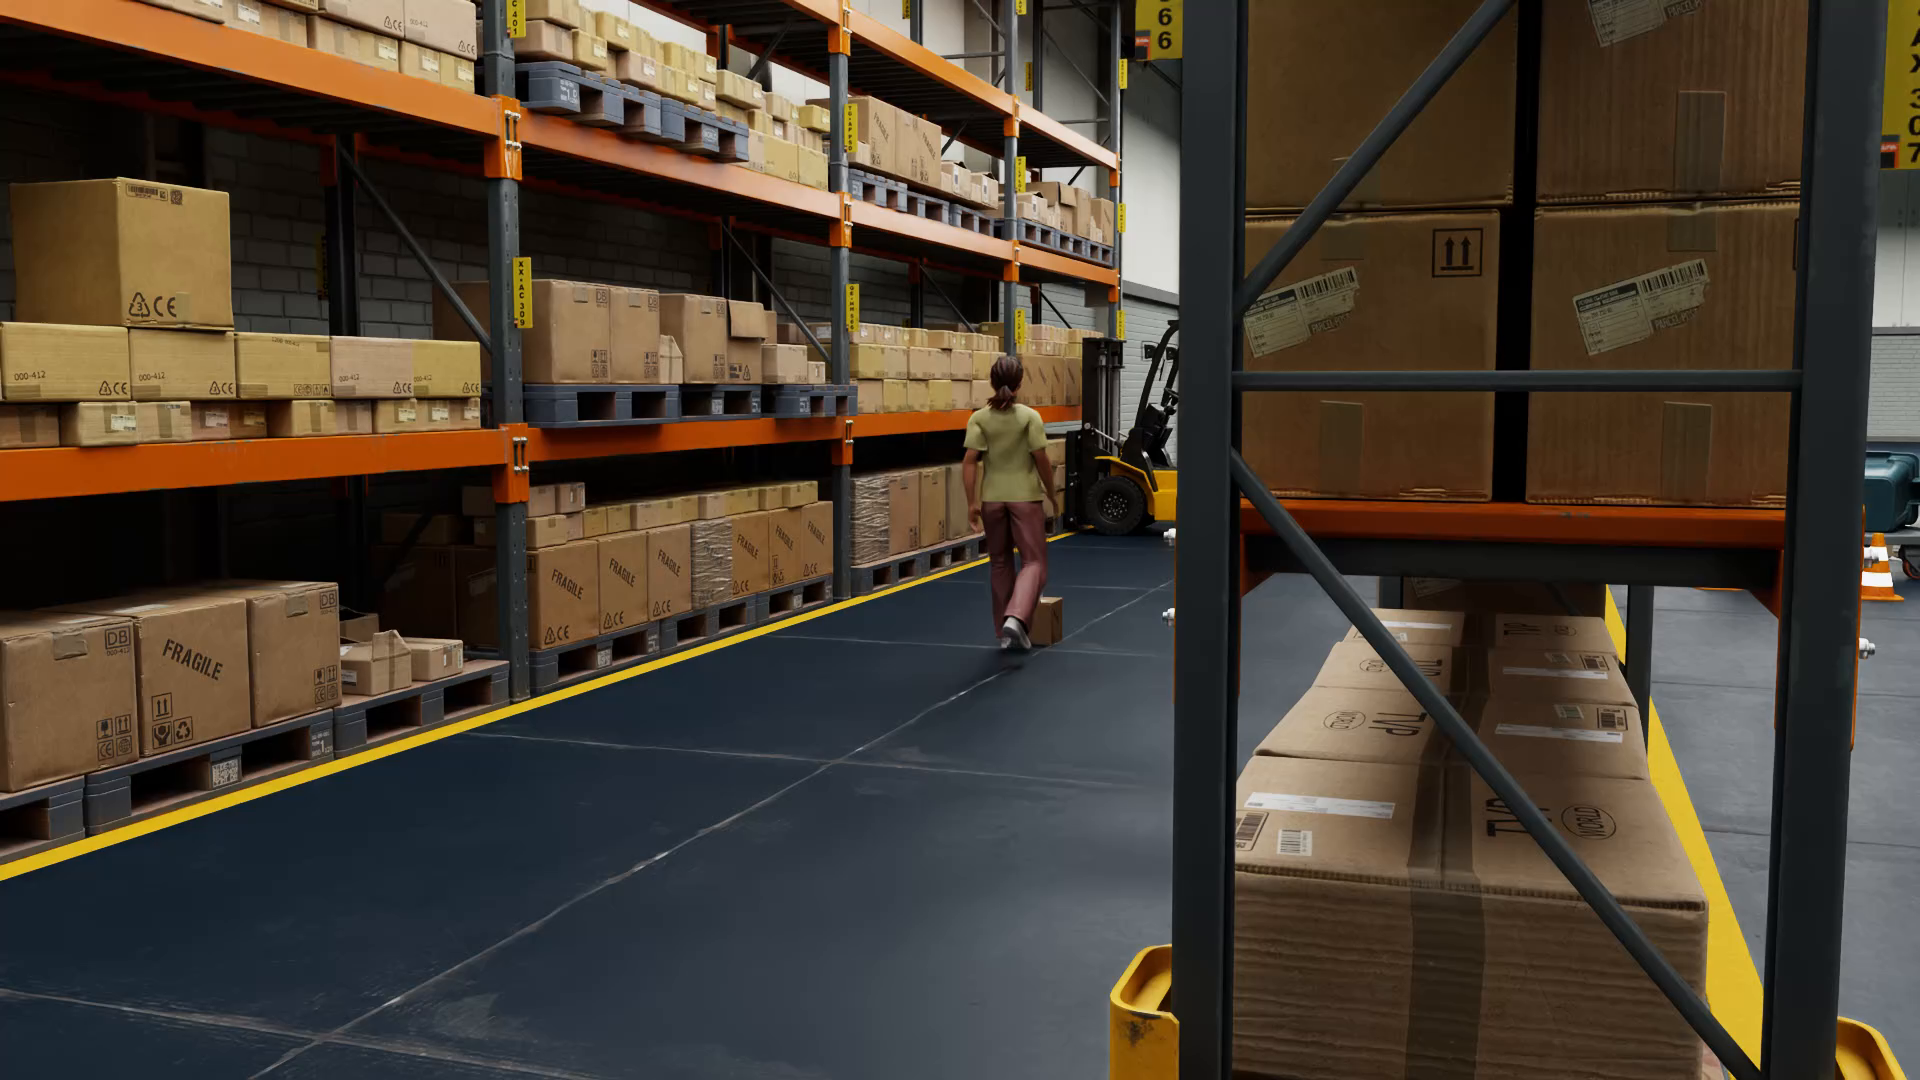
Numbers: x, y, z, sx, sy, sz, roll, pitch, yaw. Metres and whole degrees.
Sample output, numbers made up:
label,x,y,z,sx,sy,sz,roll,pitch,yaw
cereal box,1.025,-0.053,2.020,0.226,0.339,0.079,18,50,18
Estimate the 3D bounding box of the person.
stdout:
label,x,y,z,sx,sy,sz,roll,pitch,yaw
person,0.284,-0.180,9.172,0.469,1.631,0.867,2,6,18
